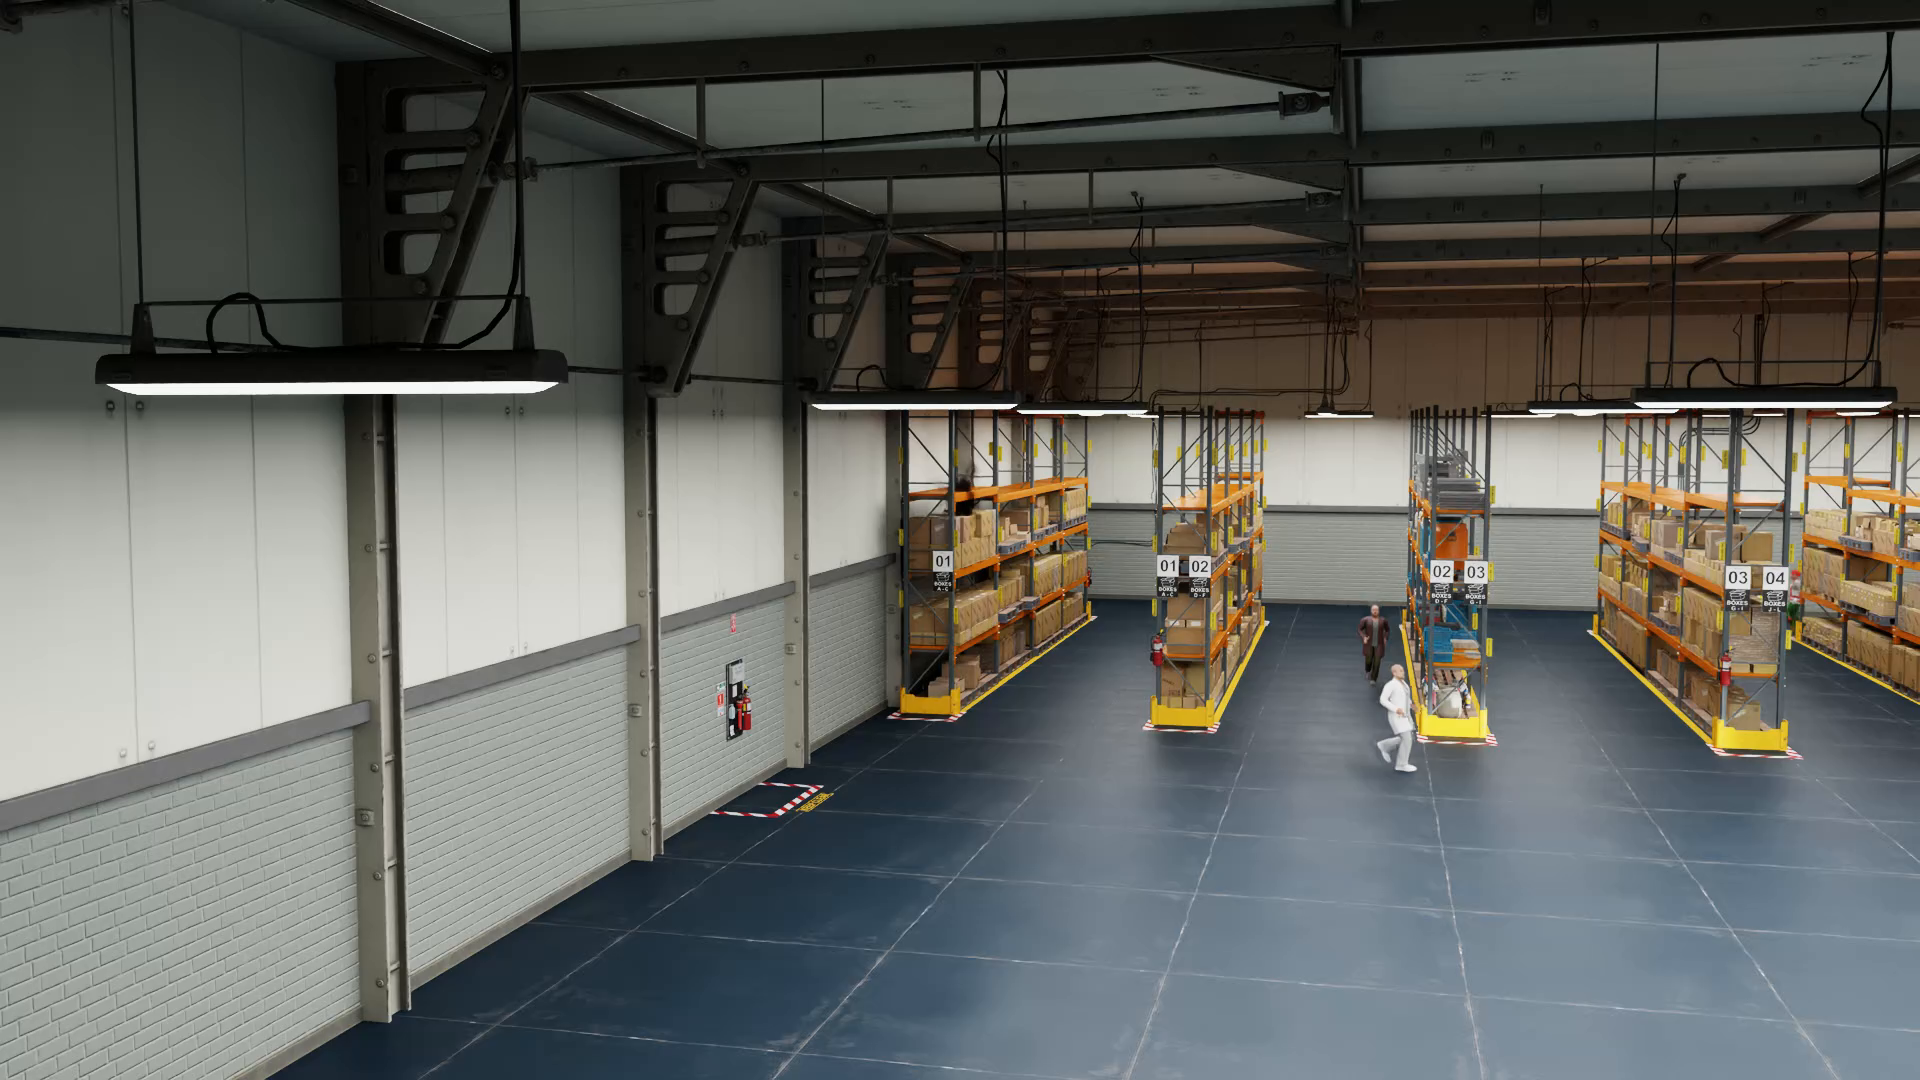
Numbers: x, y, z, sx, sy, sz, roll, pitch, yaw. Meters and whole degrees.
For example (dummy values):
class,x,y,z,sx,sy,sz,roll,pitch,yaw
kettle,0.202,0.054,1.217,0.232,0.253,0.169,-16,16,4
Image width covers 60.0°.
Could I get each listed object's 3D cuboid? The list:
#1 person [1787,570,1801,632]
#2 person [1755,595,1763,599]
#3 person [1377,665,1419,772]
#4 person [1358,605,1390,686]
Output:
class,x,y,z,sx,sy,sz,roll,pitch,yaw
person,22.363,1.650,44.648,0.606,1.732,0.720,2,5,28
person,20.088,1.901,41.417,0.713,1.738,0.654,2,4,24
person,7.152,2.901,27.247,0.753,1.730,0.713,4,5,42
person,8.962,2.272,35.992,0.694,1.730,0.632,1,4,9
